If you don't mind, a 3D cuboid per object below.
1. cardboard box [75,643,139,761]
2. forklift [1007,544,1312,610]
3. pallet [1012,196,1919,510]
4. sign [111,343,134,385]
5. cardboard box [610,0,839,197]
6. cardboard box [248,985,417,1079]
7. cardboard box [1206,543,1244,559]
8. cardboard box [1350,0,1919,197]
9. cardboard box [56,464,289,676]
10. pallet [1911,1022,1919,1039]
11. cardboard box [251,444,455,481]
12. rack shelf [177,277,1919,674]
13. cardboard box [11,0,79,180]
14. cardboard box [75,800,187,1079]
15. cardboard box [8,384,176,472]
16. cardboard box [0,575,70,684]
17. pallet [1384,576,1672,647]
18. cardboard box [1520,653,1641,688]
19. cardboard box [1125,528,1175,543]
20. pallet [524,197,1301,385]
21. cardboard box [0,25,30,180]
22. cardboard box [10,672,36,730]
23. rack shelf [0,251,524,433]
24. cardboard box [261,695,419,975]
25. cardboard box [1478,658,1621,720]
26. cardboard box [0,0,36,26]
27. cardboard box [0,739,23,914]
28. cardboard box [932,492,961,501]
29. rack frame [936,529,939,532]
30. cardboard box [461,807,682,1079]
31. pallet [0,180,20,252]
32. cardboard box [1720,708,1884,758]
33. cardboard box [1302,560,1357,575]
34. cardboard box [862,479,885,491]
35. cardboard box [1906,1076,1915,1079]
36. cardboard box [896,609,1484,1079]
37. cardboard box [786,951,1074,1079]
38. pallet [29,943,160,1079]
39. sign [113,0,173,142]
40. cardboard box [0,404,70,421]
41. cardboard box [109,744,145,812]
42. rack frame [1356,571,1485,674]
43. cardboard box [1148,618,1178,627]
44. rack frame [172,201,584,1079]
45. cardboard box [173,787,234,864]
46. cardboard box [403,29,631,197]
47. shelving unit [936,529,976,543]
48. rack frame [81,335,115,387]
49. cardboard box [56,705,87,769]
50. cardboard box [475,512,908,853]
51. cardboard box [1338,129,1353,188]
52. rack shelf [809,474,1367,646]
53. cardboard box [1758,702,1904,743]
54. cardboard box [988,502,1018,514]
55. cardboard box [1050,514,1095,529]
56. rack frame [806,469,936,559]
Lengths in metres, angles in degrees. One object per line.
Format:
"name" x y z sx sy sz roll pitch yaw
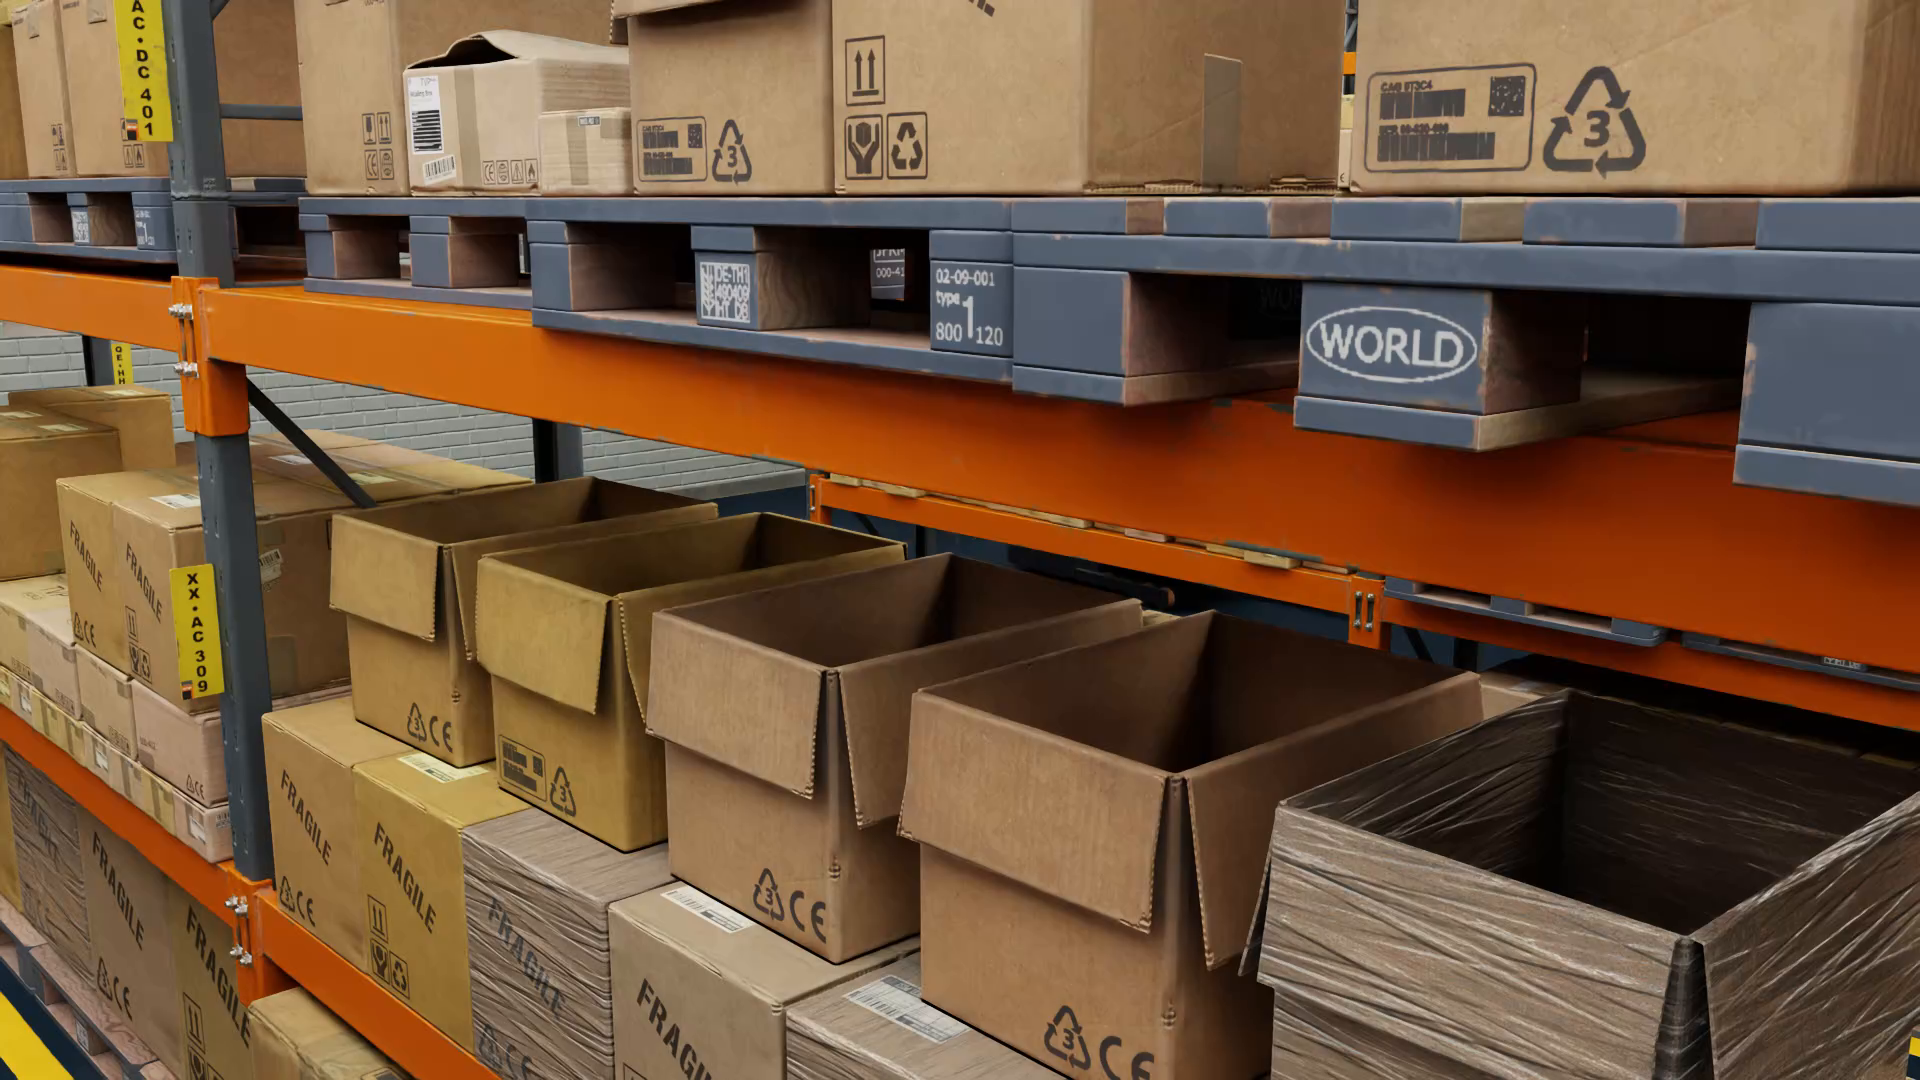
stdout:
"cardboard box" -2.311 0.434 5.007 0.500 0.250 0.500 -10 15 -41
"forklift" 1.724 -1.030 12.648 1.130 2.935 3.031 -10 15 -39
"pallet" 0.822 -0.270 1.825 1.213 0.211 1.003 -10 15 -40
"sign" -3.817 -0.731 7.572 0.100 0.325 0.005 -11 16 -43
"cardboard box" -0.121 -0.828 2.766 0.797 0.503 0.637 -11 16 -43
"cardboard box" -1.001 1.535 4.254 1.225 0.875 0.875 -11 16 -42
"cardboard box" 1.435 -0.023 8.213 0.380 0.149 0.250 -10 15 -40
"cardboard box" 0.832 -0.612 1.716 0.797 0.503 0.637 -10 15 -39
"cardboard box" -2.311 0.066 4.934 0.500 0.500 0.500 -11 16 -42
"pallet" 3.585 1.590 6.672 1.003 0.211 1.213 -11 16 -43
"cardboard box" -1.938 -0.009 5.298 0.500 0.500 0.500 -11 16 -43
"rack shelf" -0.076 -0.216 2.875 1.077 0.370 4.000 -11 16 -43
"cardboard box" -2.409 -1.349 5.055 0.700 0.500 0.500 -10 15 -40
"cardboard box" -2.477 1.205 5.853 0.875 0.875 0.875 -11 16 -43
"cardboard box" -3.693 -0.380 7.098 0.500 0.500 0.500 -11 16 -42
"cardboard box" -3.011 0.285 5.730 0.500 0.250 0.500 -11 16 -44
"pallet" 2.622 0.158 7.185 1.003 0.211 1.213 -11 16 -43
"cardboard box" 2.897 0.657 7.583 0.500 0.250 0.500 11 16 44
"cardboard box" 1.066 -0.100 8.585 0.250 0.149 0.380 11 16 43
"pallet" 0.048 -0.433 2.615 1.003 0.211 1.213 -10 15 -40
"cardboard box" -3.128 -1.512 5.845 0.500 0.500 0.700 10 16 41
"cardboard box" -2.967 0.508 5.633 0.380 0.149 0.250 -11 16 -42
"rack shelf" -2.838 -0.800 5.709 1.077 0.370 4.000 -11 16 -43
"cardboard box" -1.320 0.662 4.017 0.500 0.500 0.500 -11 16 -42
"cardboard box" 2.519 0.729 7.237 0.500 0.250 0.500 11 16 43
"cardboard box" -2.832 -1.819 5.477 0.500 0.250 0.500 11 16 43
"cardboard box" -3.720 0.942 7.128 0.875 0.875 0.875 -11 16 -43
"cardboard box" 0.055 -0.338 9.743 0.380 0.149 0.250 -10 15 -40
"rack frame" -0.283 -0.647 15.080 0.240 1.200 0.015 -11 16 -43
"cardboard box" -0.627 0.808 3.307 0.500 0.500 0.500 11 16 44
"pallet" -2.853 -1.116 5.679 1.003 0.211 1.213 -11 16 -43
"cardboard box" 3.238 0.881 6.497 0.500 0.250 0.500 -10 15 -40
"cardboard box" 1.833 0.047 7.875 0.380 0.149 0.250 -11 16 -43
"cardboard box" -0.370 -0.404 10.061 0.380 0.149 0.250 -10 15 -41
"cardboard box" 1.166 1.035 2.207 0.500 0.500 0.500 -10 15 -41
"cardboard box" 0.364 0.448 2.570 0.797 0.503 0.637 -10 16 -41
"cardboard box" 0.084 0.957 2.583 0.500 0.500 0.500 11 16 43
"pallet" -2.772 1.675 6.259 1.003 0.211 1.213 -11 16 -43
"sign" -1.858 -1.075 3.783 0.100 0.325 0.005 -11 16 -43
"cardboard box" -3.738 -0.234 6.388 0.500 0.500 0.500 11 16 44
"cardboard box" -2.260 0.658 4.906 0.380 0.149 0.250 -11 16 -44
"rack frame" 2.200 -0.067 7.805 1.000 3.000 0.127 -11 16 -43
"cardboard box" 1.193 0.562 9.298 0.250 0.149 0.380 11 16 43
"rack frame" -1.457 0.609 4.522 1.000 3.000 0.127 -11 16 -43
"cardboard box" -1.905 0.733 4.542 0.380 0.149 0.250 -11 16 -42
"cardboard box" -0.765 -0.850 3.348 0.500 0.311 0.500 11 16 43
"shelving unit" -0.114 -0.612 14.908 0.258 1.200 0.503 -11 16 -43
"rack frame" -4.220 0.025 7.356 1.000 3.000 0.127 -11 16 -43
"cardboard box" -2.616 0.583 5.271 0.380 0.149 0.250 -11 16 -42
"cardboard box" -0.545 0.263 3.470 0.797 0.503 0.637 -11 16 -42
"cardboard box" 1.697 -1.740 7.622 0.500 0.250 0.500 11 16 42
"rack shelf" 0.819 -0.007 9.295 1.077 0.370 4.000 -11 16 -43
"cardboard box" 3.618 0.809 6.845 0.500 0.250 0.500 11 16 43
"cardboard box" 0.375 -0.255 9.340 0.380 0.149 0.250 -11 16 -44
"cardboard box" 0.702 -0.172 8.933 0.380 0.149 0.250 -10 16 -41
"rack frame" -0.562 -0.651 10.639 1.000 3.000 0.127 -11 16 -43
